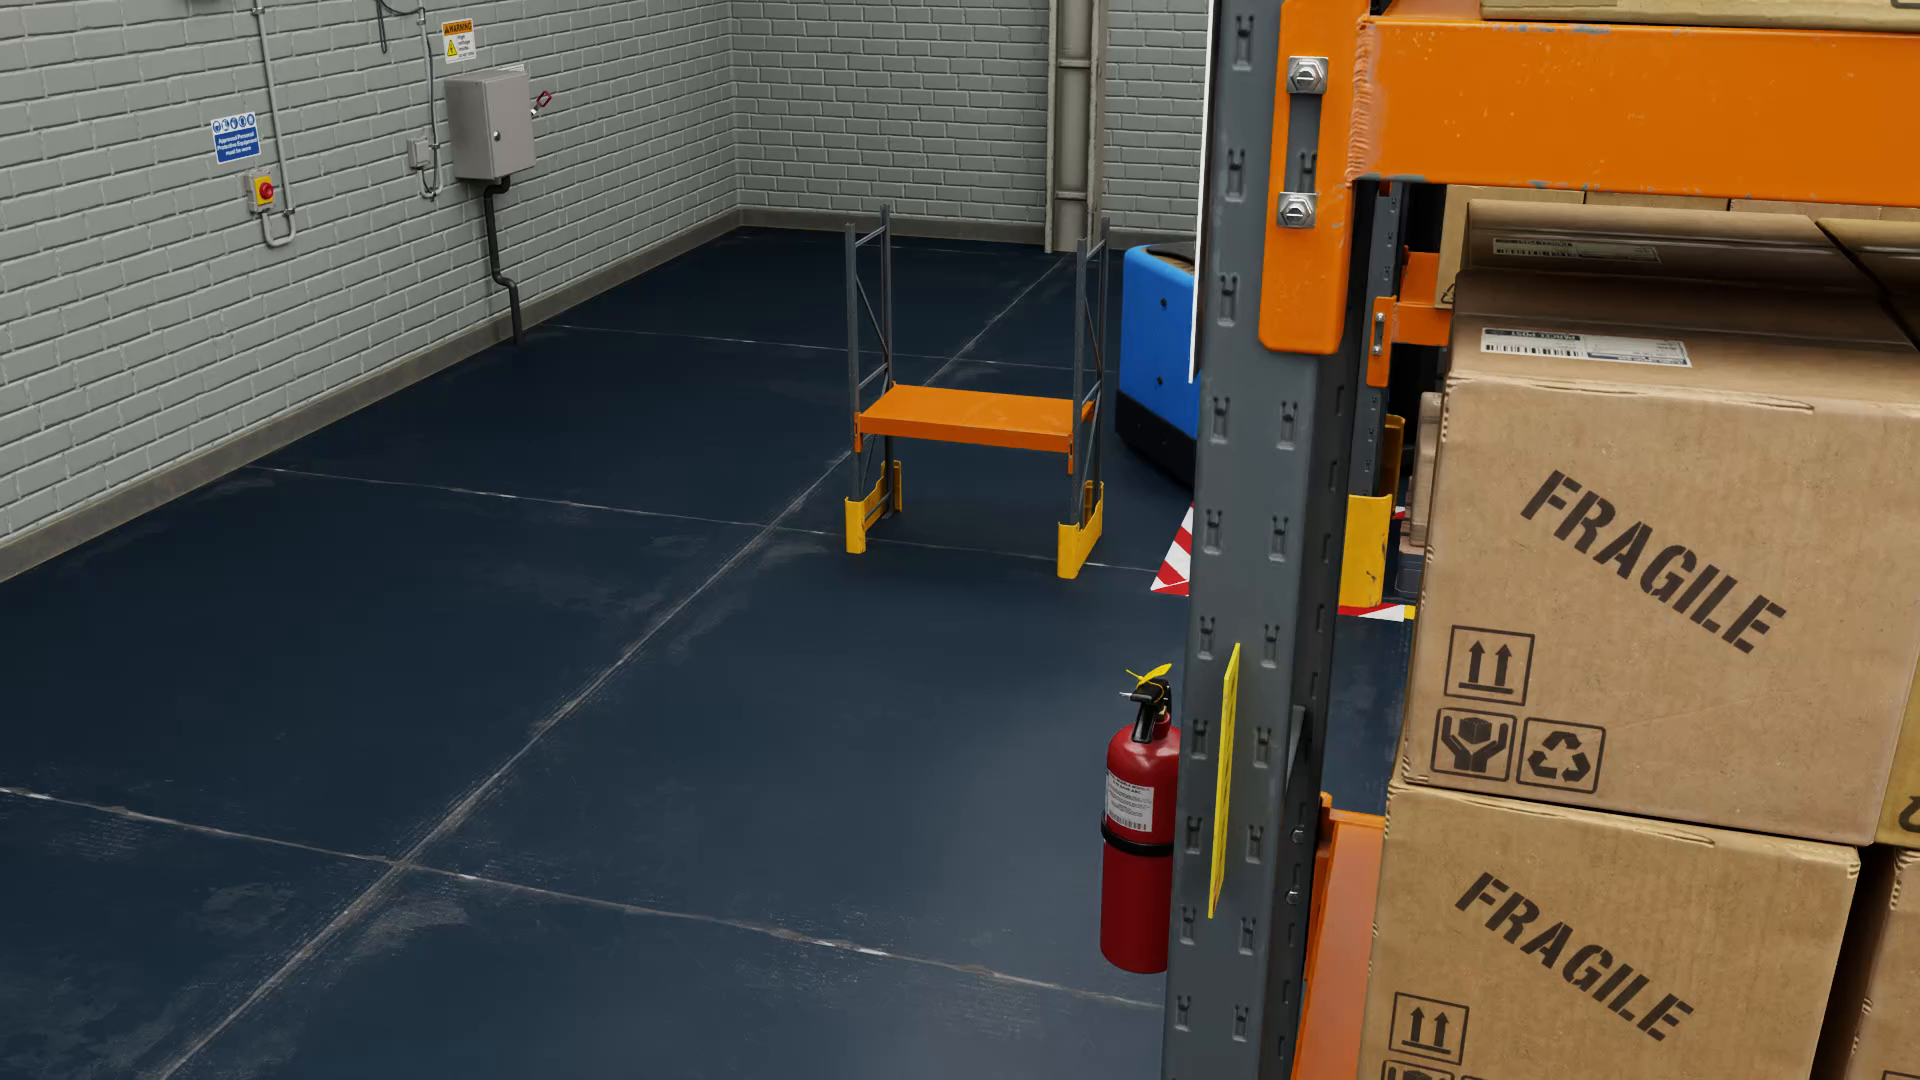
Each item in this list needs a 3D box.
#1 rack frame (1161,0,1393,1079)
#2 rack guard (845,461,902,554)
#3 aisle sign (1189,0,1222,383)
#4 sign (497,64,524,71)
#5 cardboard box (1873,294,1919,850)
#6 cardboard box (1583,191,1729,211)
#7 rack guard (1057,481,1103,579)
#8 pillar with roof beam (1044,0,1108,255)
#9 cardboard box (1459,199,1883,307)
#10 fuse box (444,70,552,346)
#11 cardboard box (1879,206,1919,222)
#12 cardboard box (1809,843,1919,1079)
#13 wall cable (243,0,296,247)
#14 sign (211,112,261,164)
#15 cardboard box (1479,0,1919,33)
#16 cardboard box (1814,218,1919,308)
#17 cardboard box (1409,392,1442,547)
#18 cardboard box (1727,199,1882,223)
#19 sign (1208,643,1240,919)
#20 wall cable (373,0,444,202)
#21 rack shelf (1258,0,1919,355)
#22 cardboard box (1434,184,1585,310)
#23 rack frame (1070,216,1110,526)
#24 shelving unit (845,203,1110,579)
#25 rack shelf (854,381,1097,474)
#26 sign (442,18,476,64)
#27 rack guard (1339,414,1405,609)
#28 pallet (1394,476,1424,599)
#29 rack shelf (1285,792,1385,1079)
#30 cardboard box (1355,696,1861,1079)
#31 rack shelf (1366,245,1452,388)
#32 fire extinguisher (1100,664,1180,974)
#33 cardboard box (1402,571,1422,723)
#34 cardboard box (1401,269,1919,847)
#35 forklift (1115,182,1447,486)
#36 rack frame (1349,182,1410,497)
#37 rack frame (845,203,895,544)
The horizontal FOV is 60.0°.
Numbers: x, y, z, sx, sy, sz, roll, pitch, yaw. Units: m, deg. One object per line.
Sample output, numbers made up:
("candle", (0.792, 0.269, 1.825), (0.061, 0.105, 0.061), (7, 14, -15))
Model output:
("rack frame", (0.470, 0.492, 2.618), (0.053, 2.616, 0.949), (7, 23, 16))
("rack guard", (-0.404, -0.162, 7.835), (0.087, 0.250, 0.587), (7, 23, 16))
("aisle sign", (0.314, -0.611, 1.882), (0.004, 0.787, 0.394), (7, 23, 16))
("sign", (-2.910, -2.834, 10.851), (0.001, 0.494, 0.329), (7, 23, 16))
("cardboard box", (1.309, 0.043, 1.872), (0.500, 0.500, 0.500), (7, 23, 17))
("cardboard box", (2.673, -1.163, 6.521), (0.500, 0.500, 0.500), (6, 23, 15))
("rack guard", (0.550, -0.053, 7.569), (0.087, 0.250, 0.587), (7, 23, 16))
("pillar with roof beam", (-0.330, -4.957, 7.998), (0.400, 9.000, 9.100), (7, 23, 16))
("cardboard box", (0.981, -0.196, 2.454), (0.500, 0.500, 0.500), (6, 23, 14))
("fuse box", (-2.855, -2.080, 10.585), (0.414, 1.711, 0.539), (7, 23, 16))
("cardboard box", (3.639, -1.052, 6.250), (0.500, 0.500, 0.500), (7, 23, 17))
("cardboard box", (1.341, 0.506, 2.061), (0.500, 0.500, 0.500), (7, 23, 16))
("wall cable", (-3.601, -2.413, 8.320), (0.123, 1.953, 0.585), (7, 23, 16))
("sign", (-3.674, -2.043, 8.441), (0.001, 0.218, 0.327), (7, 23, 16))
("cardboard box", (0.827, -0.686, 1.734), (0.500, 0.250, 0.500), (7, 23, 17))
("cardboard box", (1.466, -0.140, 2.319), (0.500, 0.500, 0.500), (6, 23, 14))
("cardboard box", (2.465, -0.292, 7.351), (0.875, 0.438, 0.875), (6, 23, 14))
("cardboard box", (3.155, -1.101, 6.369), (0.500, 0.500, 0.500), (6, 23, 15))
("sign", (0.314, 0.287, 1.976), (0.005, 0.325, 0.100), (7, 23, 16))
("wall cable", (-3.203, -2.915, 9.585), (0.122, 1.984, 0.588), (7, 23, 16))
("rack shelf", (2.386, -0.345, 1.654), (4.000, 0.370, 1.077), (7, 23, 16))
("cardboard box", (2.181, -1.208, 6.631), (0.500, 0.500, 0.500), (6, 23, 15))
("rack frame", (0.568, -0.629, 7.327), (0.032, 1.500, 0.500), (7, 23, 16))
("shelving unit", (0.073, -0.686, 7.465), (1.083, 1.500, 0.587), (7, 23, 16))
("rack shelf", (0.082, -0.518, 7.531), (1.000, 0.185, 0.538), (7, 23, 16))
("sign", (-3.069, -3.060, 10.190), (0.001, 0.242, 0.339), (7, 23, 16))
("rack guard", (1.781, -0.165, 7.514), (0.348, 0.500, 1.175), (7, 23, 16))
("pallet", (2.592, 0.031, 7.418), (1.213, 0.211, 1.003), (7, 23, 16))
("rack shelf", (2.386, 1.043, 2.223), (4.000, 0.370, 1.077), (7, 23, 16))
("cardboard box", (0.821, 0.456, 2.181), (0.500, 0.500, 0.500), (8, 24, 18))
("rack shelf", (3.719, -0.767, 6.635), (4.000, 0.370, 1.077), (7, 23, 16))
("fire extinguisher", (0.363, 0.504, 3.183), (0.183, 0.674, 0.296), (7, 23, 16))
("cardboard box", (0.975, 0.263, 2.654), (0.500, 0.500, 0.500), (7, 23, 17))
("cardboard box", (0.824, -0.010, 2.001), (0.500, 0.500, 0.500), (6, 23, 15))
("forklift", (2.413, -1.914, 8.574), (3.031, 2.935, 1.130), (-8, 24, -18))
("rack frame", (1.804, -1.319, 7.033), (0.127, 3.000, 1.000), (7, 23, 16))
("rack frame", (-0.405, -0.740, 7.598), (0.032, 1.500, 0.500), (7, 23, 16))
